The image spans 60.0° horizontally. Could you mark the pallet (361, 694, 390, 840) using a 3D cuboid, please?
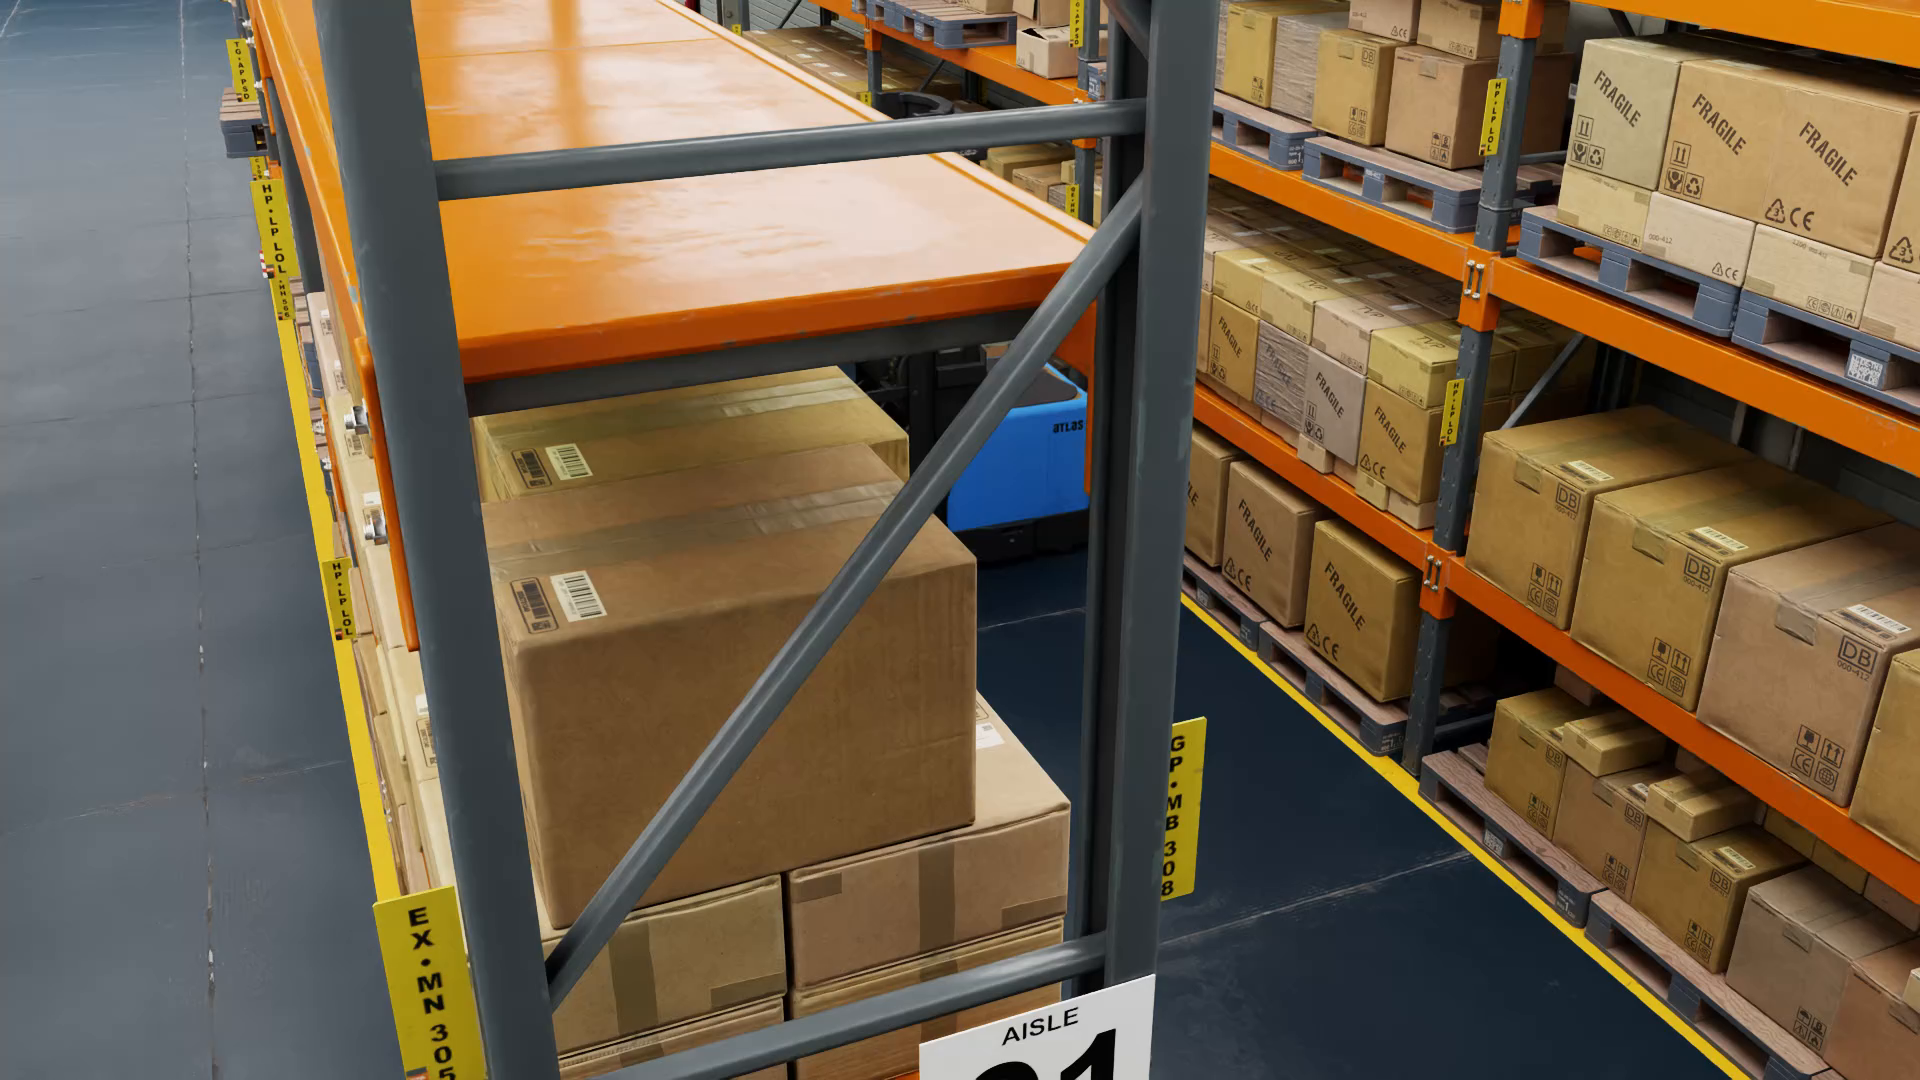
[{"bbox_3d":[-2.577,1.078,8.802,1.003,0.211,1.213,-11,28,-21],"label":"pallet"}]

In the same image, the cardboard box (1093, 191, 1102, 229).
[{"bbox_3d":[1.200,-2.113,10.828,0.500,0.250,0.500,-10,28,-19],"label":"cardboard box"}]

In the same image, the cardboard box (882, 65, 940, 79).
[{"bbox_3d":[-0.509,-4.156,15.636,0.500,0.500,0.500,-11,28,-21],"label":"cardboard box"}]

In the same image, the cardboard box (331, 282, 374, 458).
[{"bbox_3d":[-1.249,-0.585,4.358,0.700,0.500,0.500,-11,28,-21],"label":"cardboard box"}]

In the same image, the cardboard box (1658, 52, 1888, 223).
[{"bbox_3d":[3.043,-1.521,6.252,0.500,0.500,0.500,-11,28,-22],"label":"cardboard box"}]

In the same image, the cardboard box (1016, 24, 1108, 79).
[{"bbox_3d":[0.718,-3.389,11.431,0.500,0.311,0.500,-11,28,-21],"label":"cardboard box"}]

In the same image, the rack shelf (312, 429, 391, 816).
[{"bbox_3d":[-2.525,0.156,8.332,1.077,0.370,4.000,-11,28,-21],"label":"rack shelf"}]

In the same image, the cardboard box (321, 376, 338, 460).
[{"bbox_3d":[-1.779,-0.402,5.406,0.500,0.250,0.500,-11,28,-21],"label":"cardboard box"}]

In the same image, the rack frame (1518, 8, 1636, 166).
[{"bbox_3d":[2.812,-2.908,6.949,0.949,2.616,0.053,-11,28,-21],"label":"rack frame"}]

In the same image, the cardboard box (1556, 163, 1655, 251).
[{"bbox_3d":[2.843,-1.402,6.863,0.500,0.250,0.500,-11,28,-21],"label":"cardboard box"}]

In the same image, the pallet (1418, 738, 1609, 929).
[{"bbox_3d":[3.041,1.361,8.222,1.003,0.211,1.213,-11,28,-21],"label":"pallet"}]

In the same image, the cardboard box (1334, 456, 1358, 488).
[{"bbox_3d":[2.242,-0.407,8.928,0.380,0.149,0.250,-10,28,-19],"label":"cardboard box"}]

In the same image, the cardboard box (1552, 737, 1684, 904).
[{"bbox_3d":[3.207,1.245,7.652,0.700,0.500,0.500,-11,28,-21],"label":"cardboard box"}]

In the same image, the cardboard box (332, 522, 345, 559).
[{"bbox_3d":[-3.393,0.184,9.803,0.500,0.500,0.500,-9,28,-18],"label":"cardboard box"}]

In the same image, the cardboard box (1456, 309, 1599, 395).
[{"bbox_3d":[2.875,-0.968,8.482,0.500,0.250,0.500,-10,28,-19],"label":"cardboard box"}]

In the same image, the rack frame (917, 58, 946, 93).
[{"bbox_3d":[-0.321,-3.442,14.880,0.949,2.616,0.053,-11,28,-21],"label":"rack frame"}]

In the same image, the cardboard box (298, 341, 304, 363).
[{"bbox_3d":[-4.751,-1.382,12.678,0.500,0.311,0.500,-11,28,-21],"label":"cardboard box"}]

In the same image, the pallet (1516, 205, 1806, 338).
[{"bbox_3d":[3.126,-1.189,6.948,1.003,0.211,1.213,-11,28,-21],"label":"pallet"}]

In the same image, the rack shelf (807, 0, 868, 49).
[{"bbox_3d":[-1.101,-5.274,16.035,1.077,0.370,4.000,-11,28,-21],"label":"rack shelf"}]

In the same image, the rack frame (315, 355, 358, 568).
[{"bbox_3d":[-1.742,0.640,6.520,1.000,3.000,0.127,-11,28,-21],"label":"rack frame"}]

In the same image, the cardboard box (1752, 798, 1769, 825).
[{"bbox_3d":[3.550,1.078,7.254,0.380,0.149,0.250,-10,28,-20],"label":"cardboard box"}]

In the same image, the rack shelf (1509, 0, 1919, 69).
[{"bbox_3d":[3.598,-1.598,5.542,1.077,0.370,4.000,-11,28,-21],"label":"rack shelf"}]

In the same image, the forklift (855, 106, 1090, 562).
[{"bbox_3d":[-0.688,-1.192,10.423,3.031,2.867,1.129,-10,28,-19],"label":"forklift"}]

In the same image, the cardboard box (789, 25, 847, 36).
[{"bbox_3d":[-1.504,-5.182,17.738,0.500,0.500,0.500,-11,28,-21],"label":"cardboard box"}]

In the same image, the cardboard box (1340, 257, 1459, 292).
[{"bbox_3d":[2.463,-1.379,9.325,0.500,0.250,0.500,-12,28,-22],"label":"cardboard box"}]

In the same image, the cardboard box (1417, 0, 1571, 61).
[{"bbox_3d":[2.591,-2.518,8.099,0.500,0.250,0.500,-9,27,-17],"label":"cardboard box"}]

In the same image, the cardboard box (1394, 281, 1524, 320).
[{"bbox_3d":[2.664,-1.178,8.913,0.500,0.250,0.500,-10,28,-20],"label":"cardboard box"}]

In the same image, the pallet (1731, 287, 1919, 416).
[{"bbox_3d":[3.600,-0.697,5.941,1.003,0.211,1.213,-11,28,-21],"label":"pallet"}]

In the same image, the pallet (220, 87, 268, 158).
[{"bbox_3d":[-3.656,-2.496,9.741,1.213,0.211,1.003,-9,28,-18],"label":"pallet"}]

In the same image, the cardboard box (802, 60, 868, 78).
[{"bbox_3d":[-1.176,-4.264,15.858,0.500,0.500,0.500,-11,28,-22],"label":"cardboard box"}]

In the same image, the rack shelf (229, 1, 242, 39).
[{"bbox_3d":[-5.658,-4.422,14.288,1.077,0.370,4.000,-11,28,-21],"label":"rack shelf"}]

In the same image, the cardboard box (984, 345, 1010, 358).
[{"bbox_3d":[0.603,-1.607,13.471,0.700,0.500,0.500,-11,28,-21],"label":"cardboard box"}]

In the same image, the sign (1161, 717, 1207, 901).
[{"bbox_3d":[0.324,0.421,2.554,0.100,0.325,0.005,-11,28,-21],"label":"sign"}]

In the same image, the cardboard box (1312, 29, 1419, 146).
[{"bbox_3d":[2.294,-2.391,8.694,0.700,0.500,0.500,-11,28,-22],"label":"cardboard box"}]

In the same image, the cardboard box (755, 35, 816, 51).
[{"bbox_3d":[-1.790,-4.890,17.140,0.500,0.500,0.500,-10,28,-20],"label":"cardboard box"}]

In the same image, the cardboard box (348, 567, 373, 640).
[{"bbox_3d":[-1.816,0.384,5.790,0.500,0.500,0.500,-10,28,-19],"label":"cardboard box"}]

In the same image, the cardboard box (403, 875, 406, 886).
[{"bbox_3d":[-1.793,0.848,5.981,0.500,0.500,0.500,-10,28,-19],"label":"cardboard box"}]

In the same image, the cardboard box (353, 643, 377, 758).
[{"bbox_3d":[-2.782,0.807,8.525,0.500,0.500,0.500,-12,28,-22],"label":"cardboard box"}]

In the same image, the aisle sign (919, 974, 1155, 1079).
[{"bbox_3d":[0.122,1.064,2.689,0.394,0.787,0.004,-11,28,-21],"label":"aisle sign"}]

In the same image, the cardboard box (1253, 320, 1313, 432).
[{"bbox_3d":[2.005,-0.952,9.305,0.500,0.500,0.500,-11,28,-20],"label":"cardboard box"}]

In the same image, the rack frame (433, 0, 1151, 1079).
[{"bbox_3d":[-0.172,-0.442,1.898,0.949,2.616,0.053,-11,28,-21],"label":"rack frame"}]

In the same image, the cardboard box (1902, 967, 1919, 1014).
[{"bbox_3d":[3.697,1.656,6.070,0.380,0.149,0.250,-10,28,-19],"label":"cardboard box"}]

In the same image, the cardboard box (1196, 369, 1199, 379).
[{"bbox_3d":[1.603,-1.142,10.434,0.380,0.149,0.250,-10,28,-19],"label":"cardboard box"}]

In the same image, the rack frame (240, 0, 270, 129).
[{"bbox_3d":[-3.308,-3.671,8.511,1.000,3.000,0.127,-11,28,-21],"label":"rack frame"}]

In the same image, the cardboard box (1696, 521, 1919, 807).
[{"bbox_3d":[3.587,0.462,6.543,0.980,0.700,0.700,-12,28,-23],"label":"cardboard box"}]

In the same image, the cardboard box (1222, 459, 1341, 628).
[{"bbox_3d":[2.090,-0.034,9.872,0.750,0.750,0.750,-10,28,-19],"label":"cardboard box"}]

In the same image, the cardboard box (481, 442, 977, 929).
[{"bbox_3d":[-0.391,0.208,2.732,0.700,0.500,0.500,-11,28,-21],"label":"cardboard box"}]

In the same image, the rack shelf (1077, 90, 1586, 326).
[{"bbox_3d":[2.032,-2.045,9.420,1.077,0.370,4.000,-11,28,-21],"label":"rack shelf"}]

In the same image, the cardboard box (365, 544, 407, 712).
[{"bbox_3d":[-0.999,0.182,3.641,0.500,0.250,0.500,-11,28,-21],"label":"cardboard box"}]

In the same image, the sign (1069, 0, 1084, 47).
[{"bbox_3d":[0.748,-3.315,10.613,0.100,0.325,0.005,-11,28,-21],"label":"sign"}]

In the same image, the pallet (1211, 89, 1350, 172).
[{"bbox_3d":[1.990,-2.389,9.520,1.003,0.211,1.213,-9,28,-18],"label":"pallet"}]

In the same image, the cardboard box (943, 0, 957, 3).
[{"bbox_3d":[0.064,-4.456,13.161,0.500,0.311,0.500,-10,28,-19],"label":"cardboard box"}]

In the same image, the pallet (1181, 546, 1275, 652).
[{"bbox_3d":[1.962,0.249,10.500,1.003,0.211,1.213,-11,28,-21],"label":"pallet"}]

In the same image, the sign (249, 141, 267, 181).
[{"bbox_3d":[-5.385,-2.918,12.731,0.100,0.325,0.005,-11,28,-21],"label":"sign"}]

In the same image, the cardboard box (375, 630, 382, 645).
[{"bbox_3d":[-1.193,0.204,4.165,0.500,0.250,0.500,-11,28,-21],"label":"cardboard box"}]

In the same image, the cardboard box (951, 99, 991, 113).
[{"bbox_3d":[-0.150,-3.474,14.330,0.700,0.500,0.500,-10,28,-20],"label":"cardboard box"}]

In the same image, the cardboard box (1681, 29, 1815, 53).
[{"bbox_3d":[3.303,-1.822,6.867,0.500,0.500,0.500,-11,28,-21],"label":"cardboard box"}]

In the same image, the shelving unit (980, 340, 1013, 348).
[{"bbox_3d":[0.076,-1.195,11.901,0.755,1.500,0.431,-6,47,-12],"label":"shelving unit"}]
